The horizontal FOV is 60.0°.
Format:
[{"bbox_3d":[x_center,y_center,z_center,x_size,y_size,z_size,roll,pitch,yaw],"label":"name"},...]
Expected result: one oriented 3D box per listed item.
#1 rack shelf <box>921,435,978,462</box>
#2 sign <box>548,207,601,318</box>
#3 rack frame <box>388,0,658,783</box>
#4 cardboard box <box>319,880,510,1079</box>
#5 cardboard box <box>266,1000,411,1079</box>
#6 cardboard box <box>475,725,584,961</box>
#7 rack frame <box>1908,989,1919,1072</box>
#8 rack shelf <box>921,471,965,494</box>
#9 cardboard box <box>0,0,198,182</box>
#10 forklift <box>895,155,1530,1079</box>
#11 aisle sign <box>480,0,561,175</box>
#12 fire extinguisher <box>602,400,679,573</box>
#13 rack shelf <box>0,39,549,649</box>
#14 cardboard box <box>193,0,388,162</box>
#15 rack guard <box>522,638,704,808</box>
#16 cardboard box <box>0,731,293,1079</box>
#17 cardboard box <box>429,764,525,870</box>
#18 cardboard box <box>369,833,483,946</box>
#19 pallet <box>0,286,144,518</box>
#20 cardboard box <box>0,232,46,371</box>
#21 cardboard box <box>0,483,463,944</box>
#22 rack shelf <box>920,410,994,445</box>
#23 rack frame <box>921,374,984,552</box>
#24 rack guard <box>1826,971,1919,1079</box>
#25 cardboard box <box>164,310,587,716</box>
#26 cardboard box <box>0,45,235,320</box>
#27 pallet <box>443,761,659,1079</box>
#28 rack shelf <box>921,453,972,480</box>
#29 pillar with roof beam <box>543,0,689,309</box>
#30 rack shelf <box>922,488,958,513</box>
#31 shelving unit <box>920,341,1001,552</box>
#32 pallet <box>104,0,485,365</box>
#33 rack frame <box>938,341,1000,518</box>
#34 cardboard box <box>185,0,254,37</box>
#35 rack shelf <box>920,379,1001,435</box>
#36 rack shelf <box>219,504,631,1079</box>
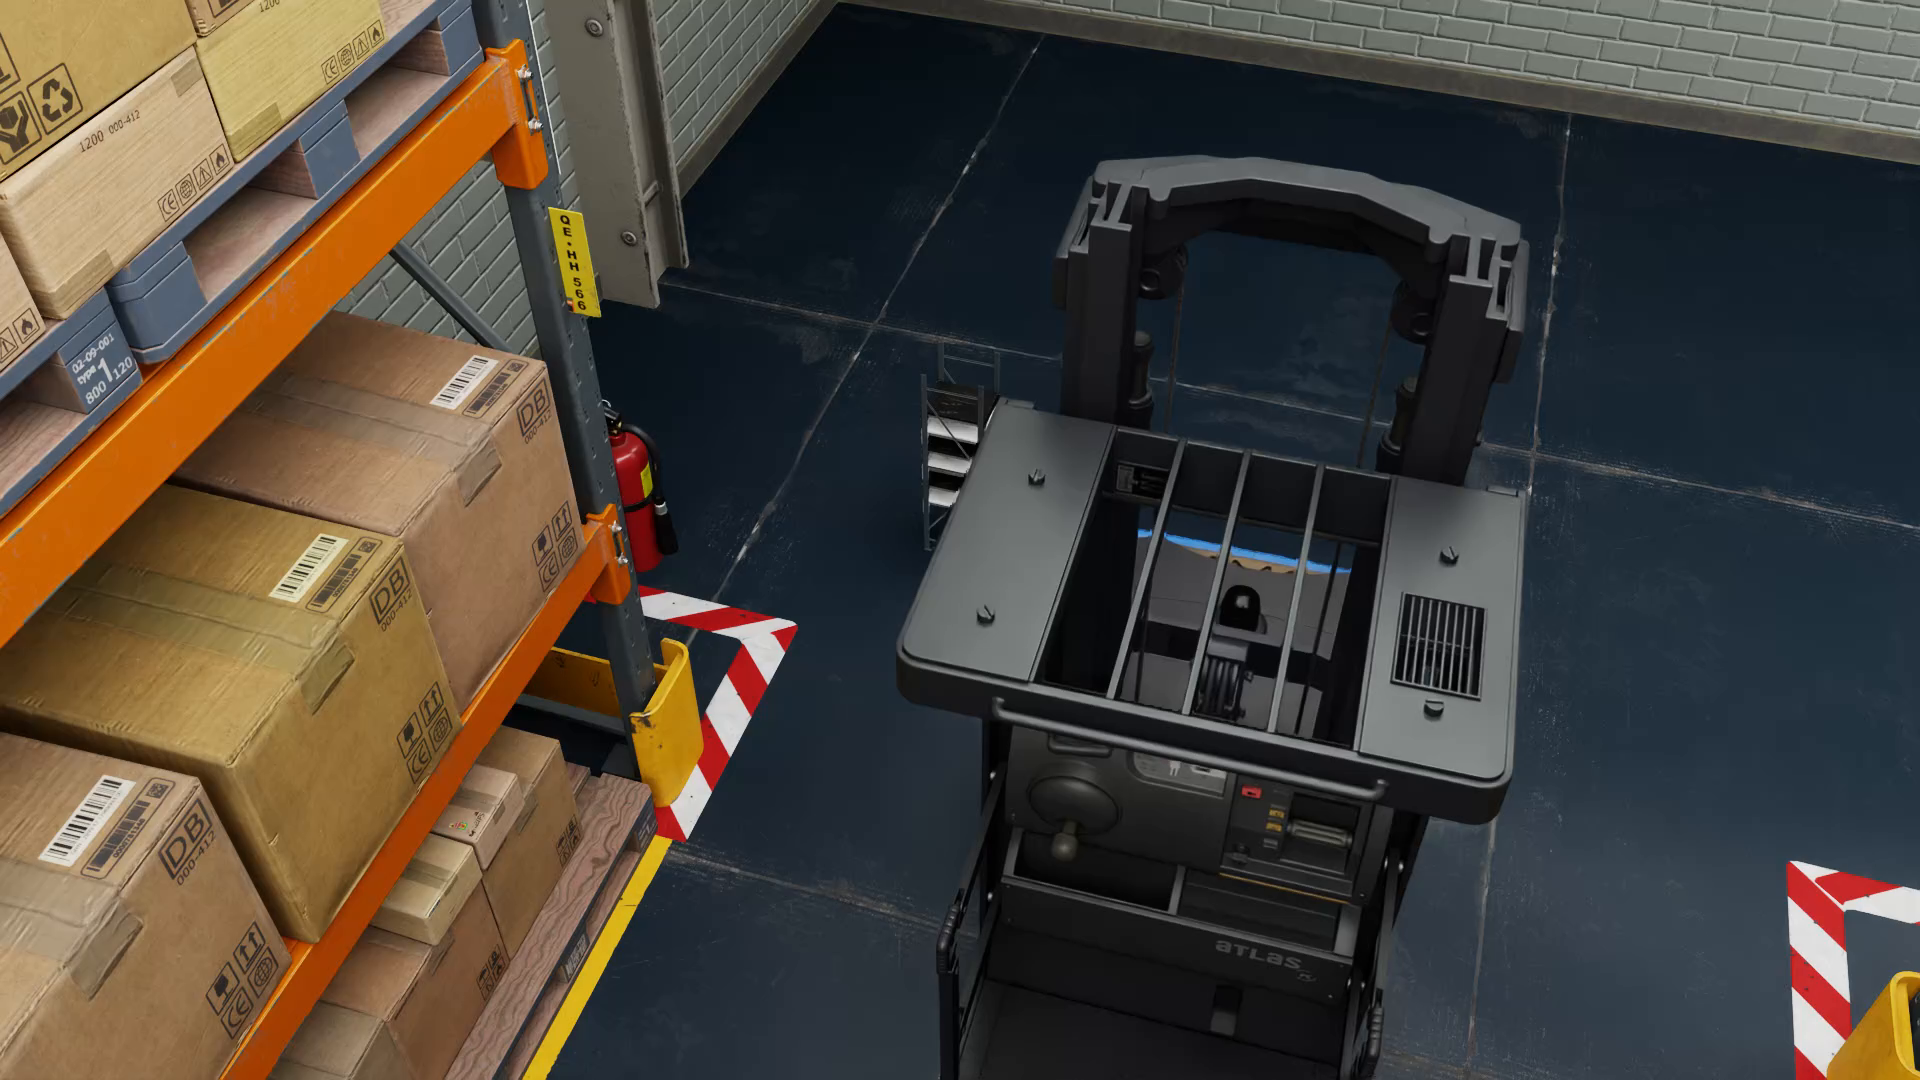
[{"bbox_3d":[0.002,-0.368,6.401,0.258,0.077,0.200,13,46,13],"label":"rack shelf"},{"bbox_3d":[-1.008,-0.723,4.346,0.100,0.325,0.005,13,46,13],"label":"sign"},{"bbox_3d":[-1.521,-0.348,4.961,1.000,3.000,0.127,13,46,13],"label":"rack frame"},{"bbox_3d":[-1.789,1.216,4.849,0.700,0.500,0.500,12,46,12],"label":"cardboard box"},{"bbox_3d":[-1.941,1.552,4.506,0.700,0.500,0.500,11,45,11],"label":"cardboard box"},{"bbox_3d":[-1.638,0.883,5.190,0.700,0.500,0.500,13,46,13],"label":"cardboard box"},{"bbox_3d":[3.201,0.699,3.891,1.000,3.000,0.127,13,46,13],"label":"rack frame"},{"bbox_3d":[0.002,-0.239,6.527,0.258,0.077,0.200,13,46,13],"label":"rack shelf"},{"bbox_3d":[-1.645,-0.944,2.624,0.500,0.500,0.500,14,46,14],"label":"cardboard box"},{"bbox_3d":[0.520,0.740,3.898,1.130,2.935,3.031,11,45,11],"label":"forklift"},{"bbox_3d":[-1.214,-1.262,4.036,0.394,0.787,0.004,13,46,13],"label":"aisle sign"},{"bbox_3d":[-1.036,-0.190,5.121,0.296,0.674,0.183,13,46,13],"label":"fire extinguisher"},{"bbox_3d":[-2.127,0.170,2.801,1.077,0.370,4.000,13,46,13],"label":"rack shelf"},{"bbox_3d":[-1.490,-1.008,3.226,0.500,0.250,0.500,14,46,14],"label":"cardboard box"},{"bbox_3d":[-1.514,0.529,5.852,1.175,0.500,0.348,13,46,13],"label":"rack guard"},{"bbox_3d":[-2.116,0.880,3.491,0.980,0.700,0.700,10,45,11],"label":"cardboard box"},{"bbox_3d":[-1.503,0.775,4.836,0.380,0.149,0.250,12,46,12],"label":"cardboard box"},{"bbox_3d":[-1.580,0.946,4.662,0.380,0.149,0.250,14,46,14],"label":"cardboard box"},{"bbox_3d":[-2.104,-0.076,2.602,1.003,0.211,1.213,13,46,13],"label":"pallet"},{"bbox_3d":[-1.800,-0.313,2.516,0.500,0.250,0.500,11,45,11],"label":"cardboard box"},{"bbox_3d":[-1.876,0.374,4.009,0.980,0.700,0.700,12,46,12],"label":"cardboard box"},{"bbox_3d":[0.002,-0.432,6.338,0.258,0.077,0.200,13,46,13],"label":"rack shelf"},{"bbox_3d":[-0.028,-0.259,6.372,0.240,0.900,0.006,13,46,13],"label":"rack frame"},{"bbox_3d":[3.178,1.643,4.714,1.175,0.500,0.348,13,46,13],"label":"rack guard"},{"bbox_3d":[-1.666,-0.113,4.507,0.980,0.700,0.700,14,46,14],"label":"cardboard box"},{"bbox_3d":[-1.647,-0.661,2.872,0.500,0.250,0.500,11,45,11],"label":"cardboard box"},{"bbox_3d":[-1.689,1.198,5.375,1.003,0.211,1.213,13,46,13],"label":"pallet"},{"bbox_3d":[0.002,-0.303,6.464,0.258,0.077,0.200,13,46,13],"label":"rack shelf"},{"bbox_3d":[2.575,-3.563,3.958,9.100,9.000,0.400,13,46,13],"label":"pillar with roof beam"},{"bbox_3d":[0.002,-0.175,6.590,0.258,0.077,0.200,13,46,13],"label":"rack shelf"},{"bbox_3d":[0.002,-0.327,6.441,0.258,0.900,0.210,13,46,13],"label":"shelving unit"},{"bbox_3d":[-1.736,-0.892,3.435,1.003,0.211,1.213,13,46,13],"label":"pallet"},{"bbox_3d":[0.033,-0.395,6.510,0.240,0.900,0.006,13,46,13],"label":"rack frame"},{"bbox_3d":[-1.483,-1.275,2.963,0.500,0.500,0.500,12,46,12],"label":"cardboard box"},{"bbox_3d":[0.002,-0.496,6.275,0.258,0.077,0.200,13,46,13],"label":"rack shelf"},{"bbox_3d":[-2.127,1.242,3.850,1.077,0.370,4.000,13,46,13],"label":"rack shelf"}]
